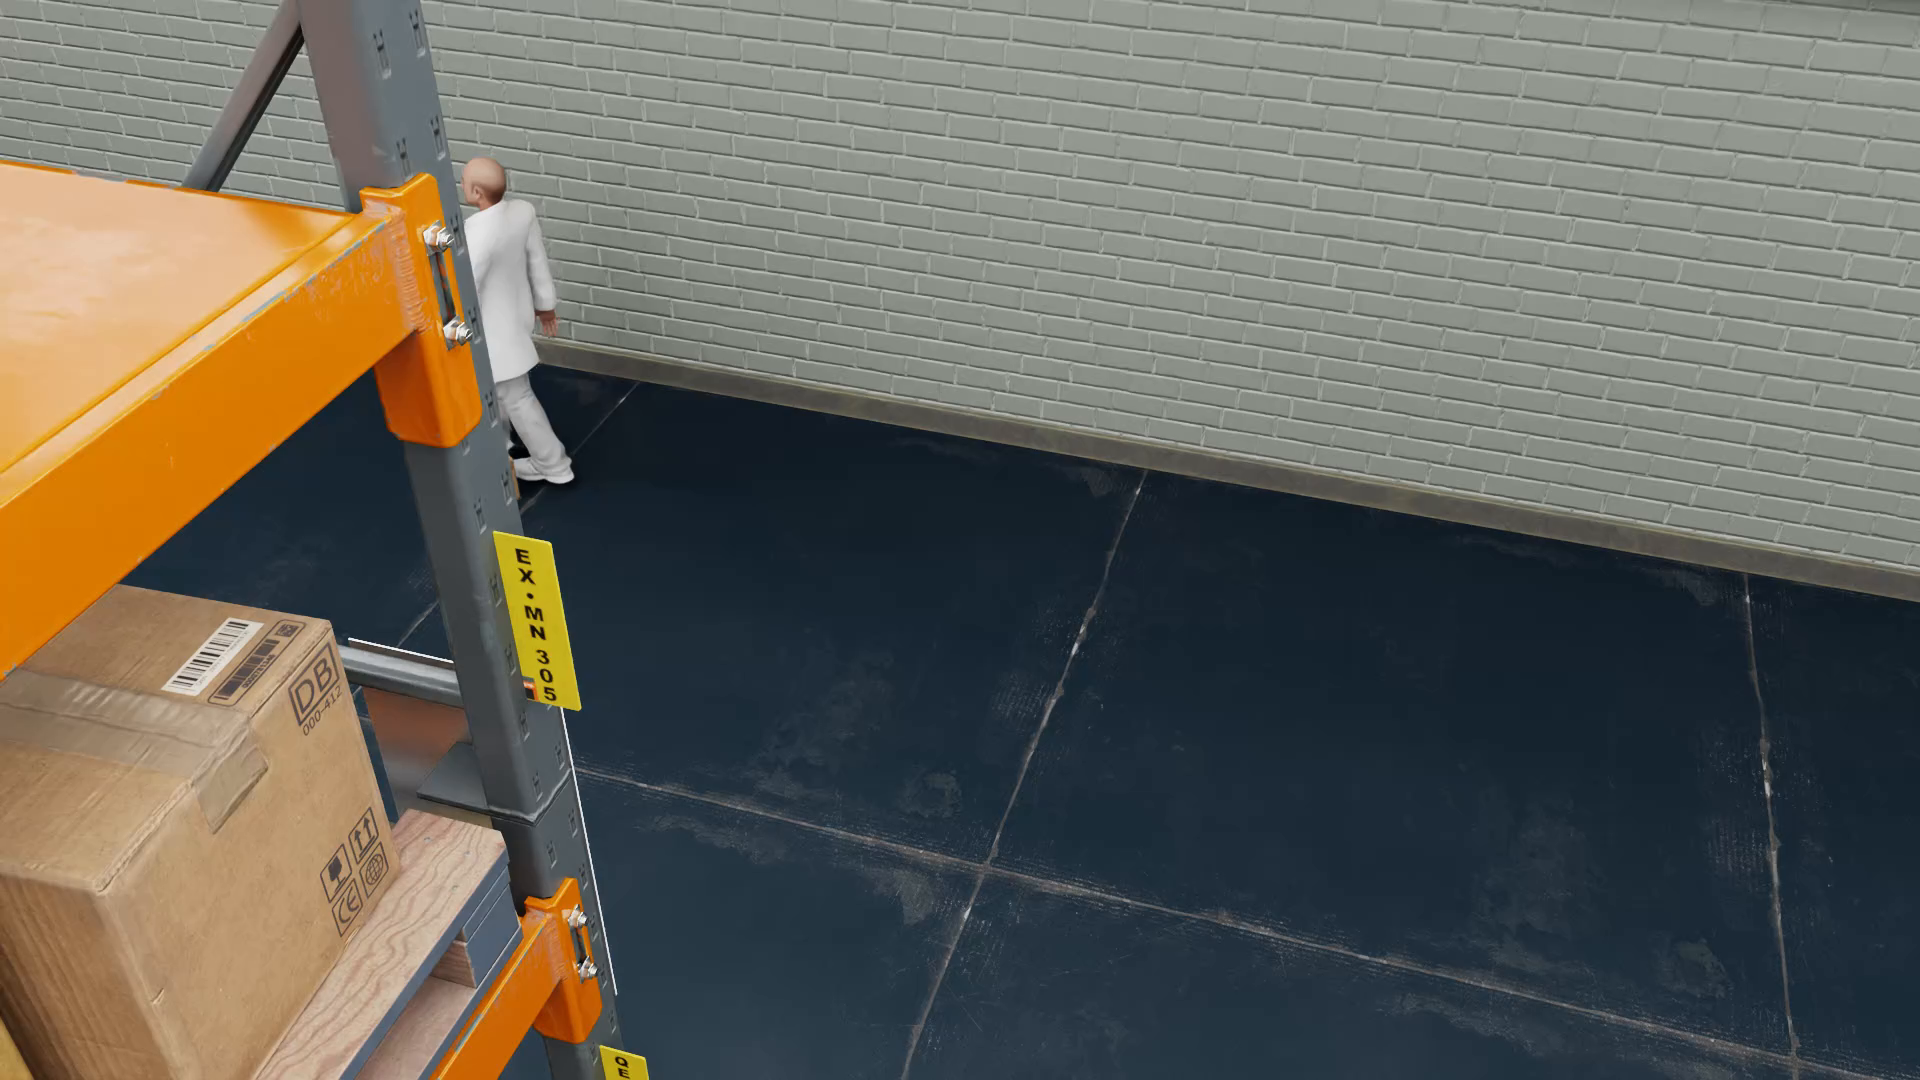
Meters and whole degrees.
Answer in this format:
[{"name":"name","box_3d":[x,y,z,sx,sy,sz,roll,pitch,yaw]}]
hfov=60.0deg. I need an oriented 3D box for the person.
[{"name":"person","box_3d":[-2.386,-1.078,8.377,0.783,1.797,0.604,11,38,14]}]
